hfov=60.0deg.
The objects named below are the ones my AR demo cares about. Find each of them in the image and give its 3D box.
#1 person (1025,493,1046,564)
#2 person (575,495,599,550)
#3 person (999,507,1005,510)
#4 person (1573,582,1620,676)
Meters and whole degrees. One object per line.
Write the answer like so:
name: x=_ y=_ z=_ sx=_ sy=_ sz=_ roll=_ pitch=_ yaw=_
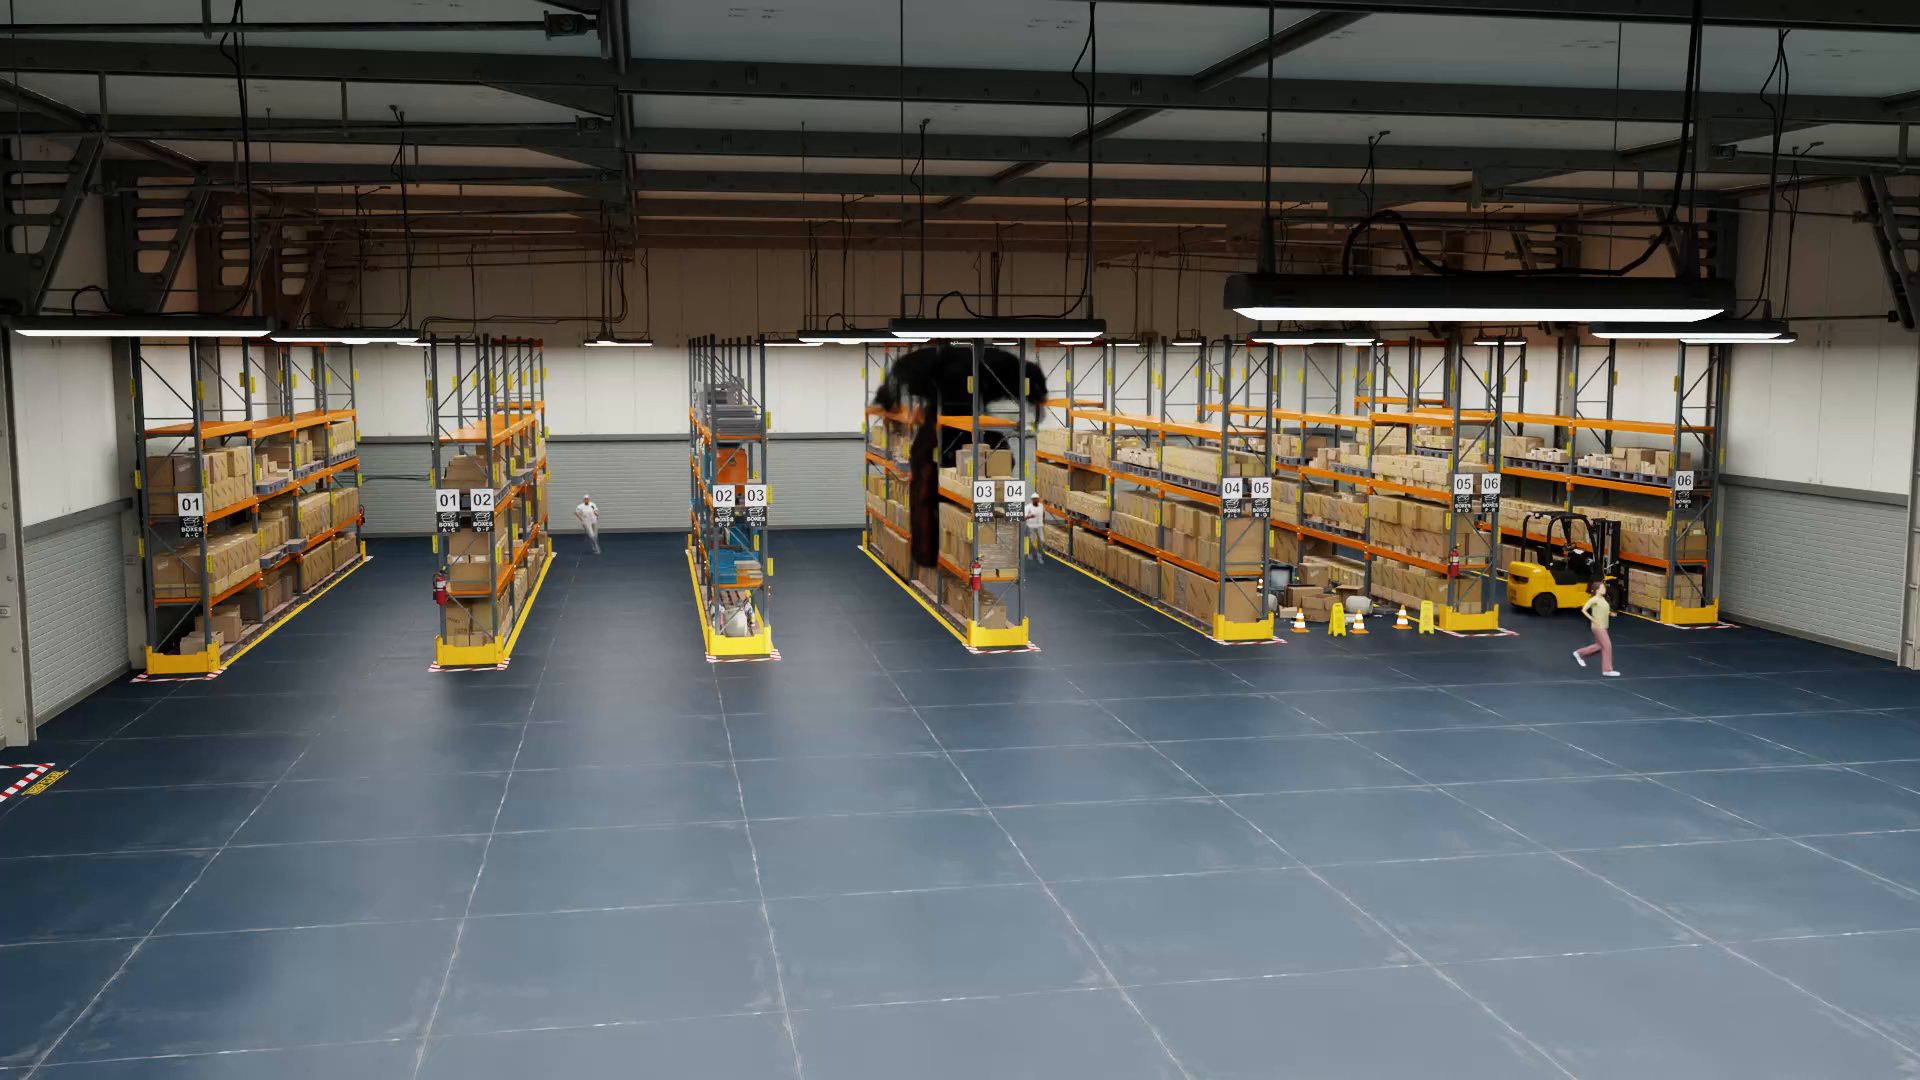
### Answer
person: x=1.944 y=-0.311 z=43.054 sx=0.677 sy=1.821 sz=0.740 roll=-2 pitch=7 yaw=-15
person: x=-10.463 y=-0.509 z=46.822 sx=0.624 sy=1.554 sz=0.696 roll=-5 pitch=8 yaw=-37
person: x=1.046 y=-0.701 z=49.065 sx=0.548 sy=1.653 sz=0.879 roll=-6 pitch=9 yaw=-43
person: x=11.246 y=1.552 z=29.330 sx=0.874 sy=1.633 sz=0.590 roll=6 pitch=9 yaw=43
